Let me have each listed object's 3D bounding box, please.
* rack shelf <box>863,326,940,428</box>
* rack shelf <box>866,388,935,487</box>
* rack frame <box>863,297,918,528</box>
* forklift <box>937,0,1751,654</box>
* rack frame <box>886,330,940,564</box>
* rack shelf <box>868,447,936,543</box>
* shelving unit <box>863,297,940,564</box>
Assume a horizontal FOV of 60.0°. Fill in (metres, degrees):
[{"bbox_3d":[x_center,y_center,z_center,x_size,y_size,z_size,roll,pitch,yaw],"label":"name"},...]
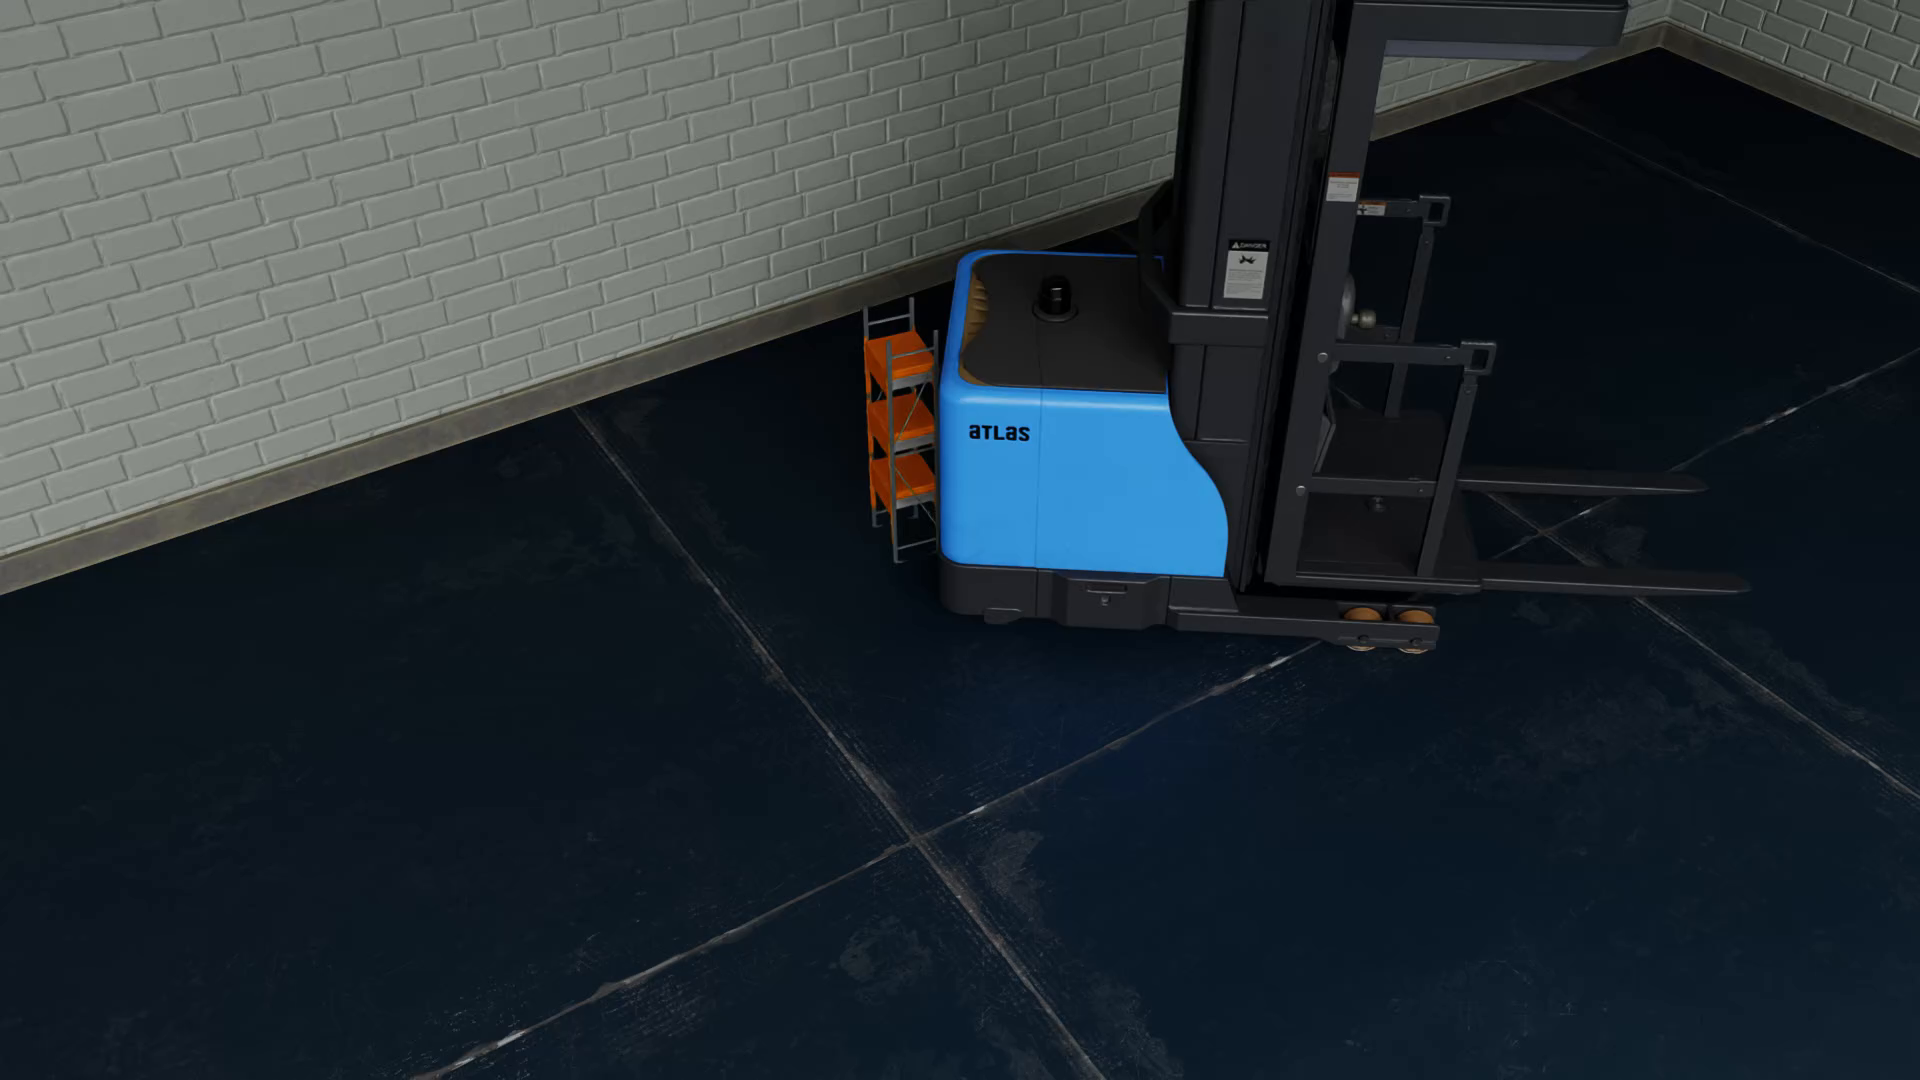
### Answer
[{"bbox_3d":[-0.219,-0.615,6.241,0.215,0.259,0.240,-15,42,-17],"label":"rack shelf"},{"bbox_3d":[-0.219,-0.397,6.423,0.215,0.259,0.240,-15,42,-17],"label":"rack shelf"},{"bbox_3d":[-0.265,-0.477,6.503,0.200,1.050,0.008,-15,42,-17],"label":"rack frame"},{"bbox_3d":[1.457,-1.055,5.727,3.031,2.935,1.130,3,40,3],"label":"forklift"},{"bbox_3d":[-0.172,-0.333,6.329,0.200,1.050,0.008,-15,42,-17],"label":"rack frame"},{"bbox_3d":[-0.219,-0.183,6.601,0.215,0.259,0.240,-15,42,-17],"label":"rack shelf"},{"bbox_3d":[-0.219,-0.405,6.416,0.215,1.050,0.252,-15,42,-17],"label":"shelving unit"}]
